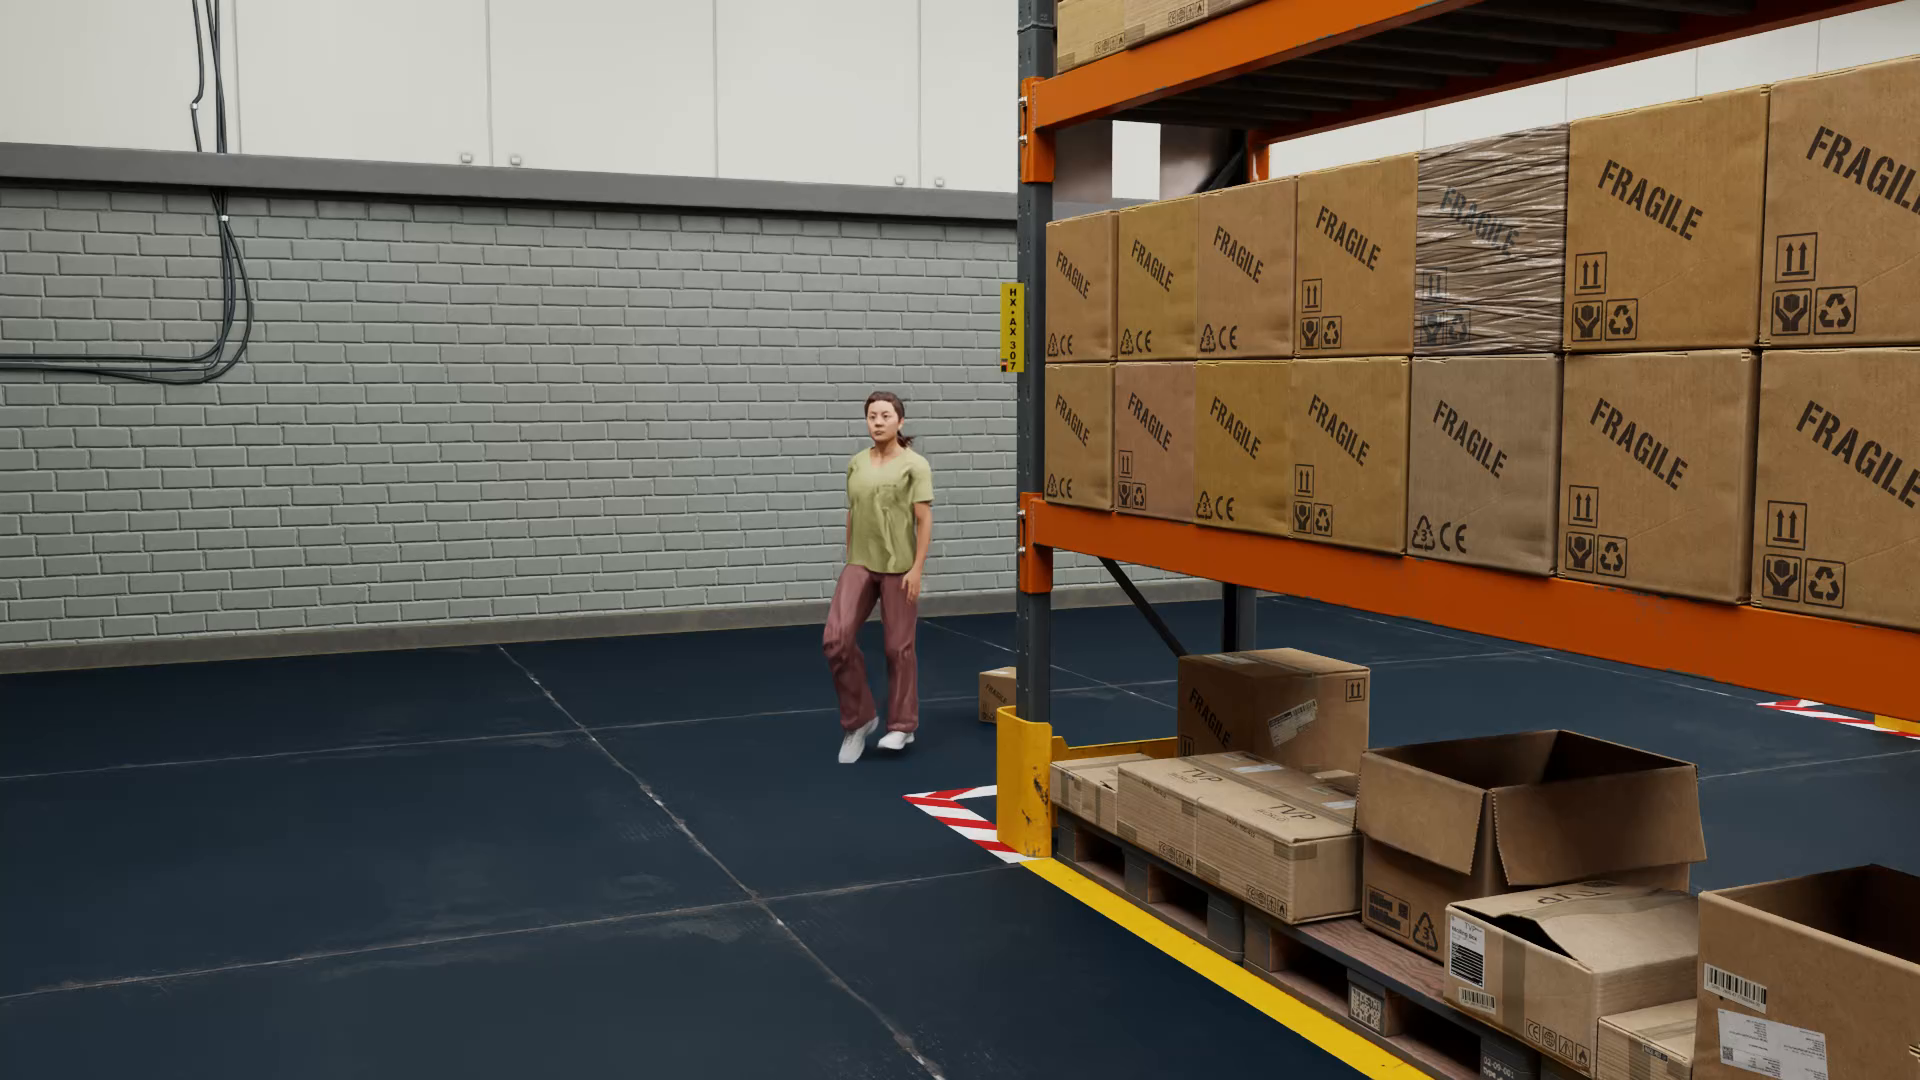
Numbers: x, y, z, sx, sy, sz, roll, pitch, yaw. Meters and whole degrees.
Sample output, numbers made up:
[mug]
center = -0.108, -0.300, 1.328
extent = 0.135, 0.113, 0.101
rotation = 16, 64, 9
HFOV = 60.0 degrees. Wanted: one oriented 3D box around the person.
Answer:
[person]
center = -0.360, 0.176, 7.625
extent = 0.485, 1.711, 0.506
rotation = 2, 6, 19
